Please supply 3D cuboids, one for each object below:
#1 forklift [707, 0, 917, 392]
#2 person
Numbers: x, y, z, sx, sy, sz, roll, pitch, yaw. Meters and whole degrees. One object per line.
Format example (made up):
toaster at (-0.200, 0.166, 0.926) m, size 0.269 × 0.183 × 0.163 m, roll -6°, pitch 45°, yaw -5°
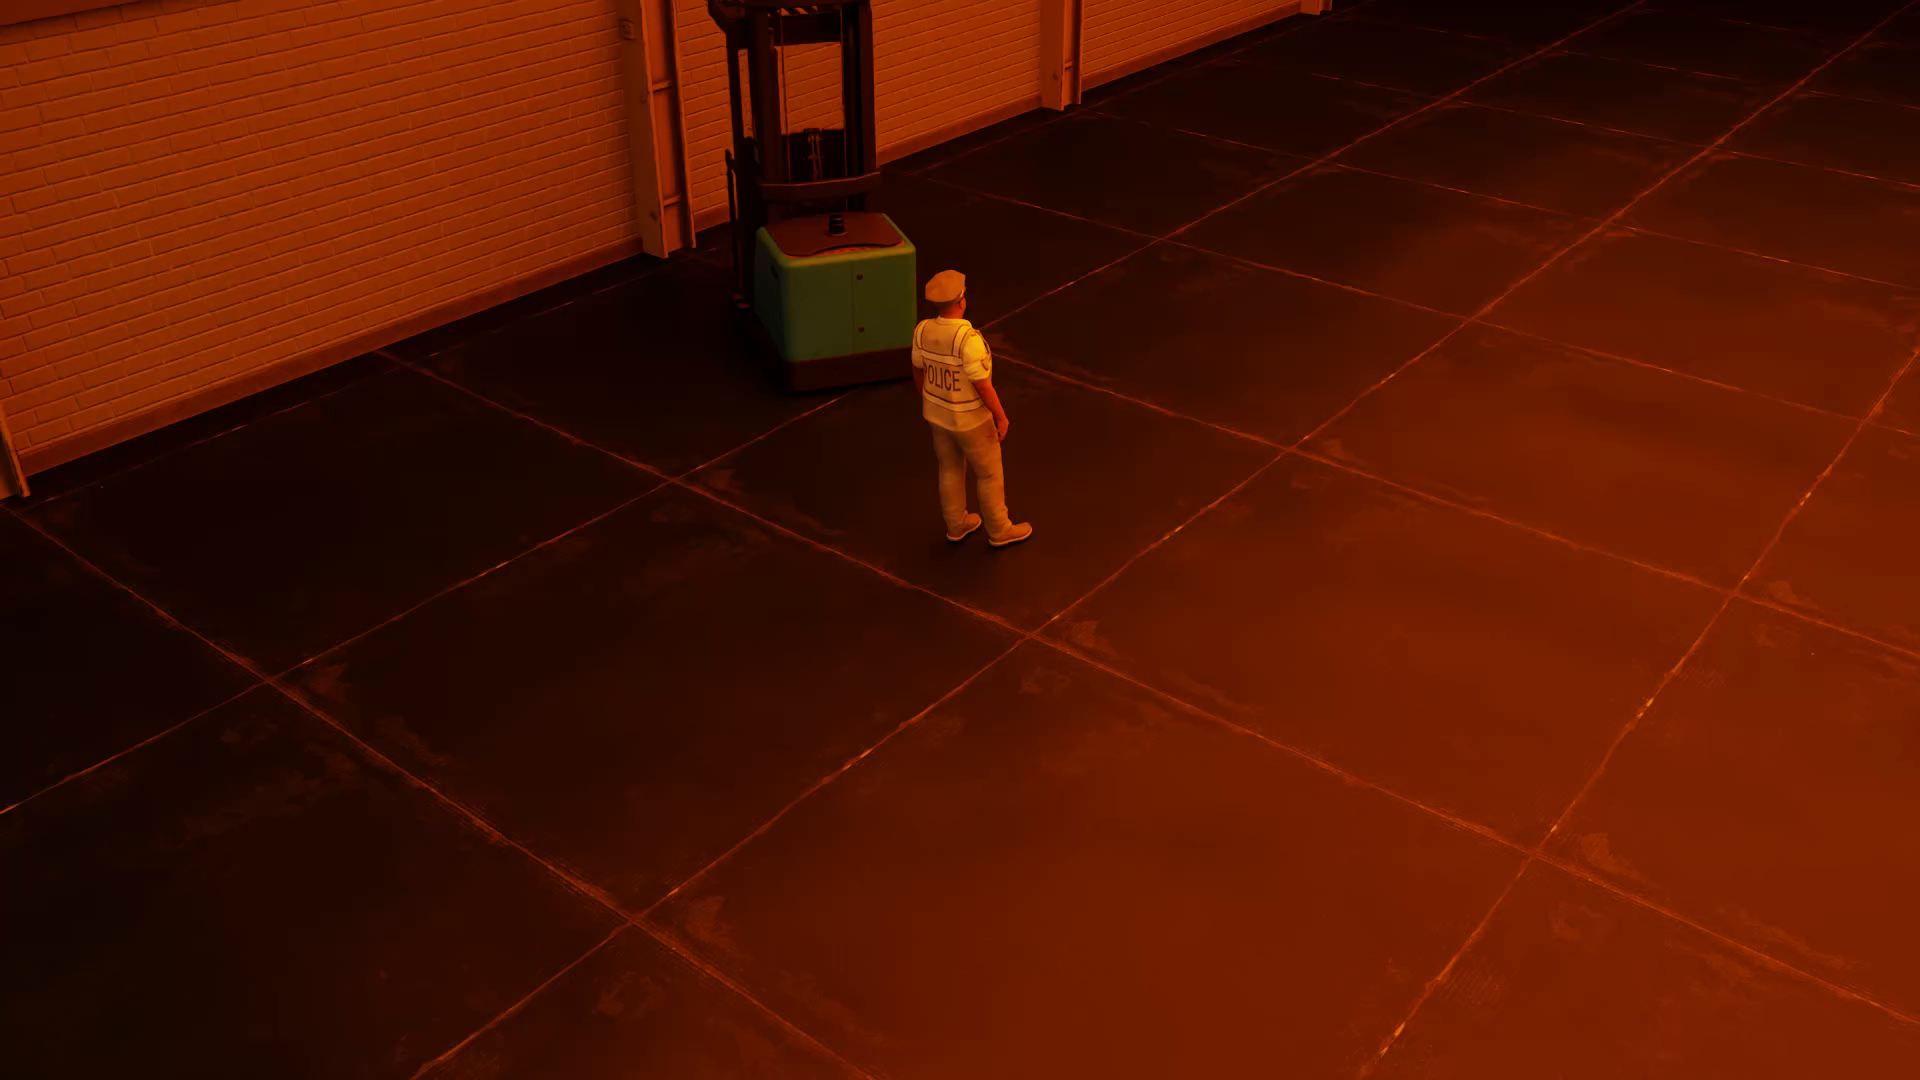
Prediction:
forklift at (-1.260, -3.085, 12.875) m, size 1.130 × 2.935 × 3.031 m, roll -10°, pitch 32°, yaw -16°
person at (0.058, -0.804, 10.093) m, size 0.641 × 1.781 × 0.574 m, roll 22°, pitch 37°, yaw 33°
